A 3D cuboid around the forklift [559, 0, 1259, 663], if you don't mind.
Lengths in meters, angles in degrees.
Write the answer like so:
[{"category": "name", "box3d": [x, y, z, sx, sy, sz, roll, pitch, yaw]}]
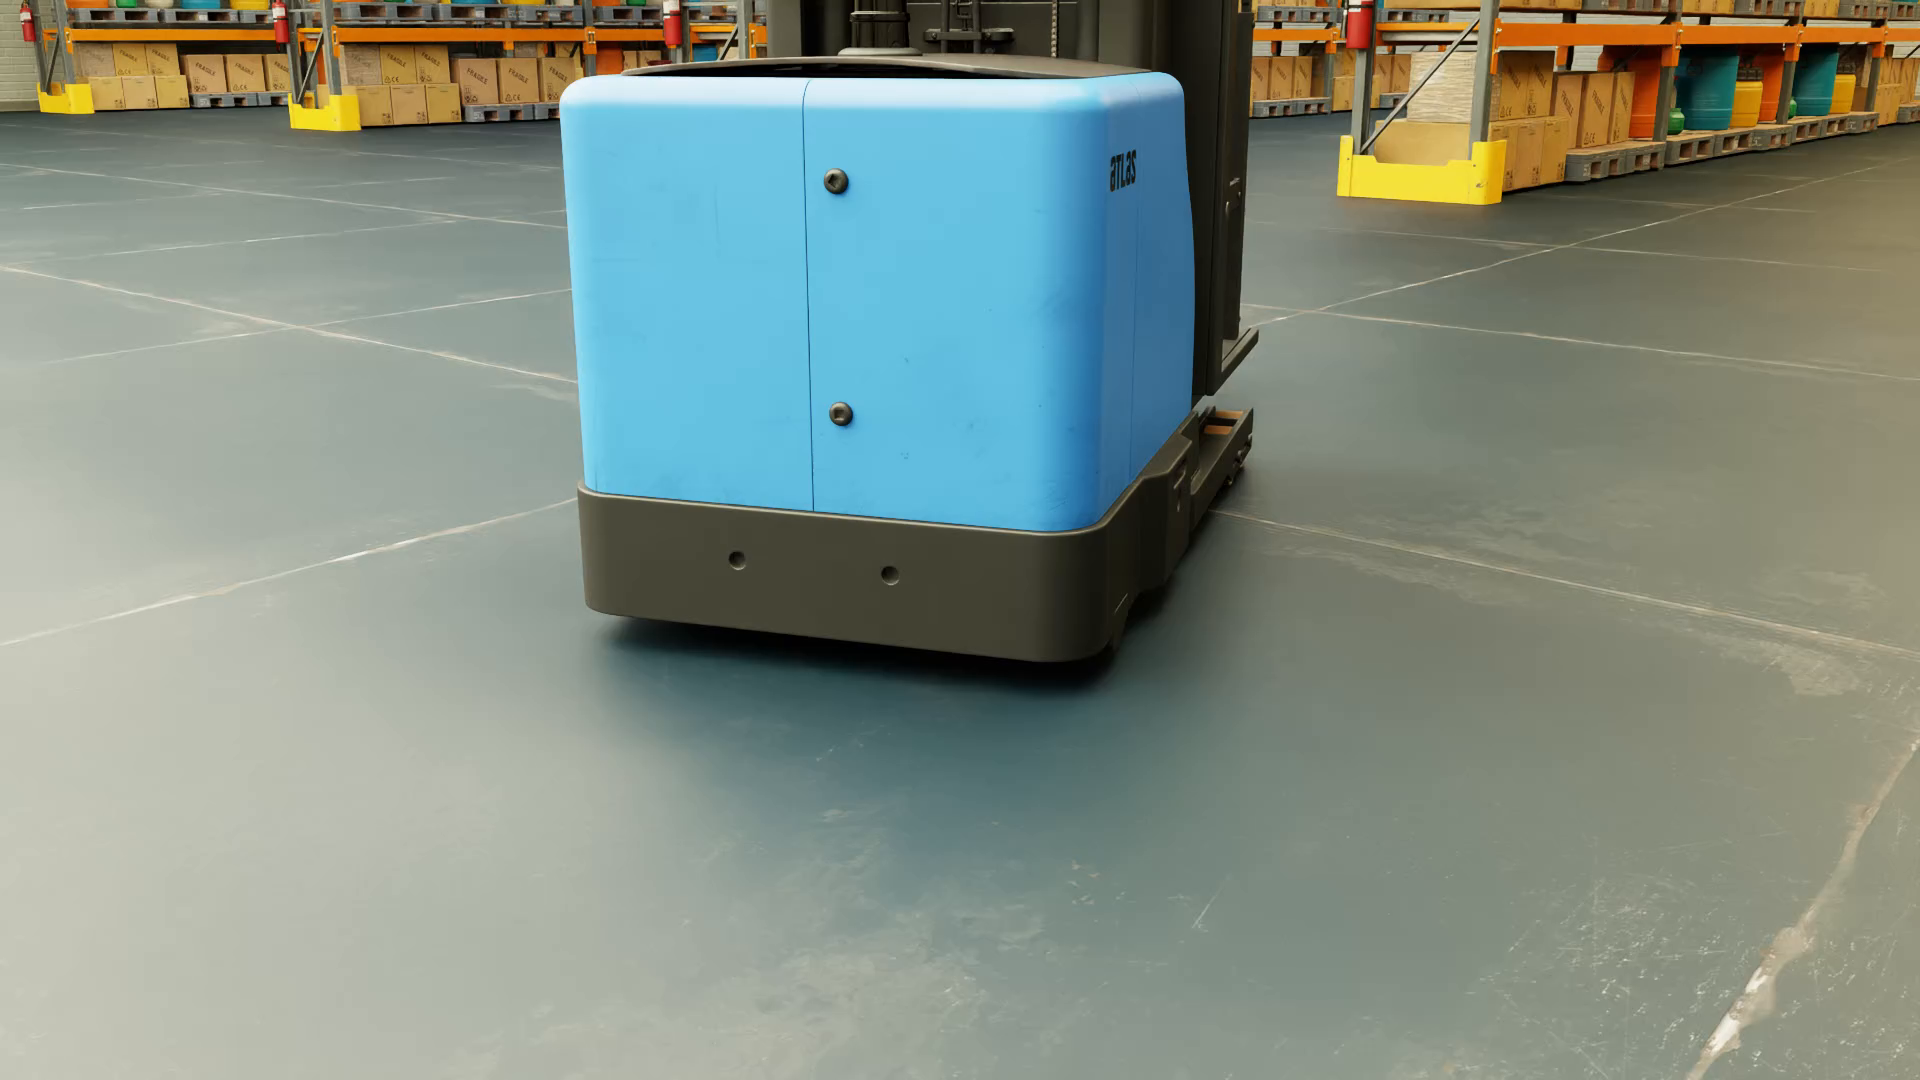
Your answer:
[{"category": "forklift", "box3d": [0.182, -1.571, 4.072, 1.130, 2.935, 3.031, 5, 18, 17]}]
